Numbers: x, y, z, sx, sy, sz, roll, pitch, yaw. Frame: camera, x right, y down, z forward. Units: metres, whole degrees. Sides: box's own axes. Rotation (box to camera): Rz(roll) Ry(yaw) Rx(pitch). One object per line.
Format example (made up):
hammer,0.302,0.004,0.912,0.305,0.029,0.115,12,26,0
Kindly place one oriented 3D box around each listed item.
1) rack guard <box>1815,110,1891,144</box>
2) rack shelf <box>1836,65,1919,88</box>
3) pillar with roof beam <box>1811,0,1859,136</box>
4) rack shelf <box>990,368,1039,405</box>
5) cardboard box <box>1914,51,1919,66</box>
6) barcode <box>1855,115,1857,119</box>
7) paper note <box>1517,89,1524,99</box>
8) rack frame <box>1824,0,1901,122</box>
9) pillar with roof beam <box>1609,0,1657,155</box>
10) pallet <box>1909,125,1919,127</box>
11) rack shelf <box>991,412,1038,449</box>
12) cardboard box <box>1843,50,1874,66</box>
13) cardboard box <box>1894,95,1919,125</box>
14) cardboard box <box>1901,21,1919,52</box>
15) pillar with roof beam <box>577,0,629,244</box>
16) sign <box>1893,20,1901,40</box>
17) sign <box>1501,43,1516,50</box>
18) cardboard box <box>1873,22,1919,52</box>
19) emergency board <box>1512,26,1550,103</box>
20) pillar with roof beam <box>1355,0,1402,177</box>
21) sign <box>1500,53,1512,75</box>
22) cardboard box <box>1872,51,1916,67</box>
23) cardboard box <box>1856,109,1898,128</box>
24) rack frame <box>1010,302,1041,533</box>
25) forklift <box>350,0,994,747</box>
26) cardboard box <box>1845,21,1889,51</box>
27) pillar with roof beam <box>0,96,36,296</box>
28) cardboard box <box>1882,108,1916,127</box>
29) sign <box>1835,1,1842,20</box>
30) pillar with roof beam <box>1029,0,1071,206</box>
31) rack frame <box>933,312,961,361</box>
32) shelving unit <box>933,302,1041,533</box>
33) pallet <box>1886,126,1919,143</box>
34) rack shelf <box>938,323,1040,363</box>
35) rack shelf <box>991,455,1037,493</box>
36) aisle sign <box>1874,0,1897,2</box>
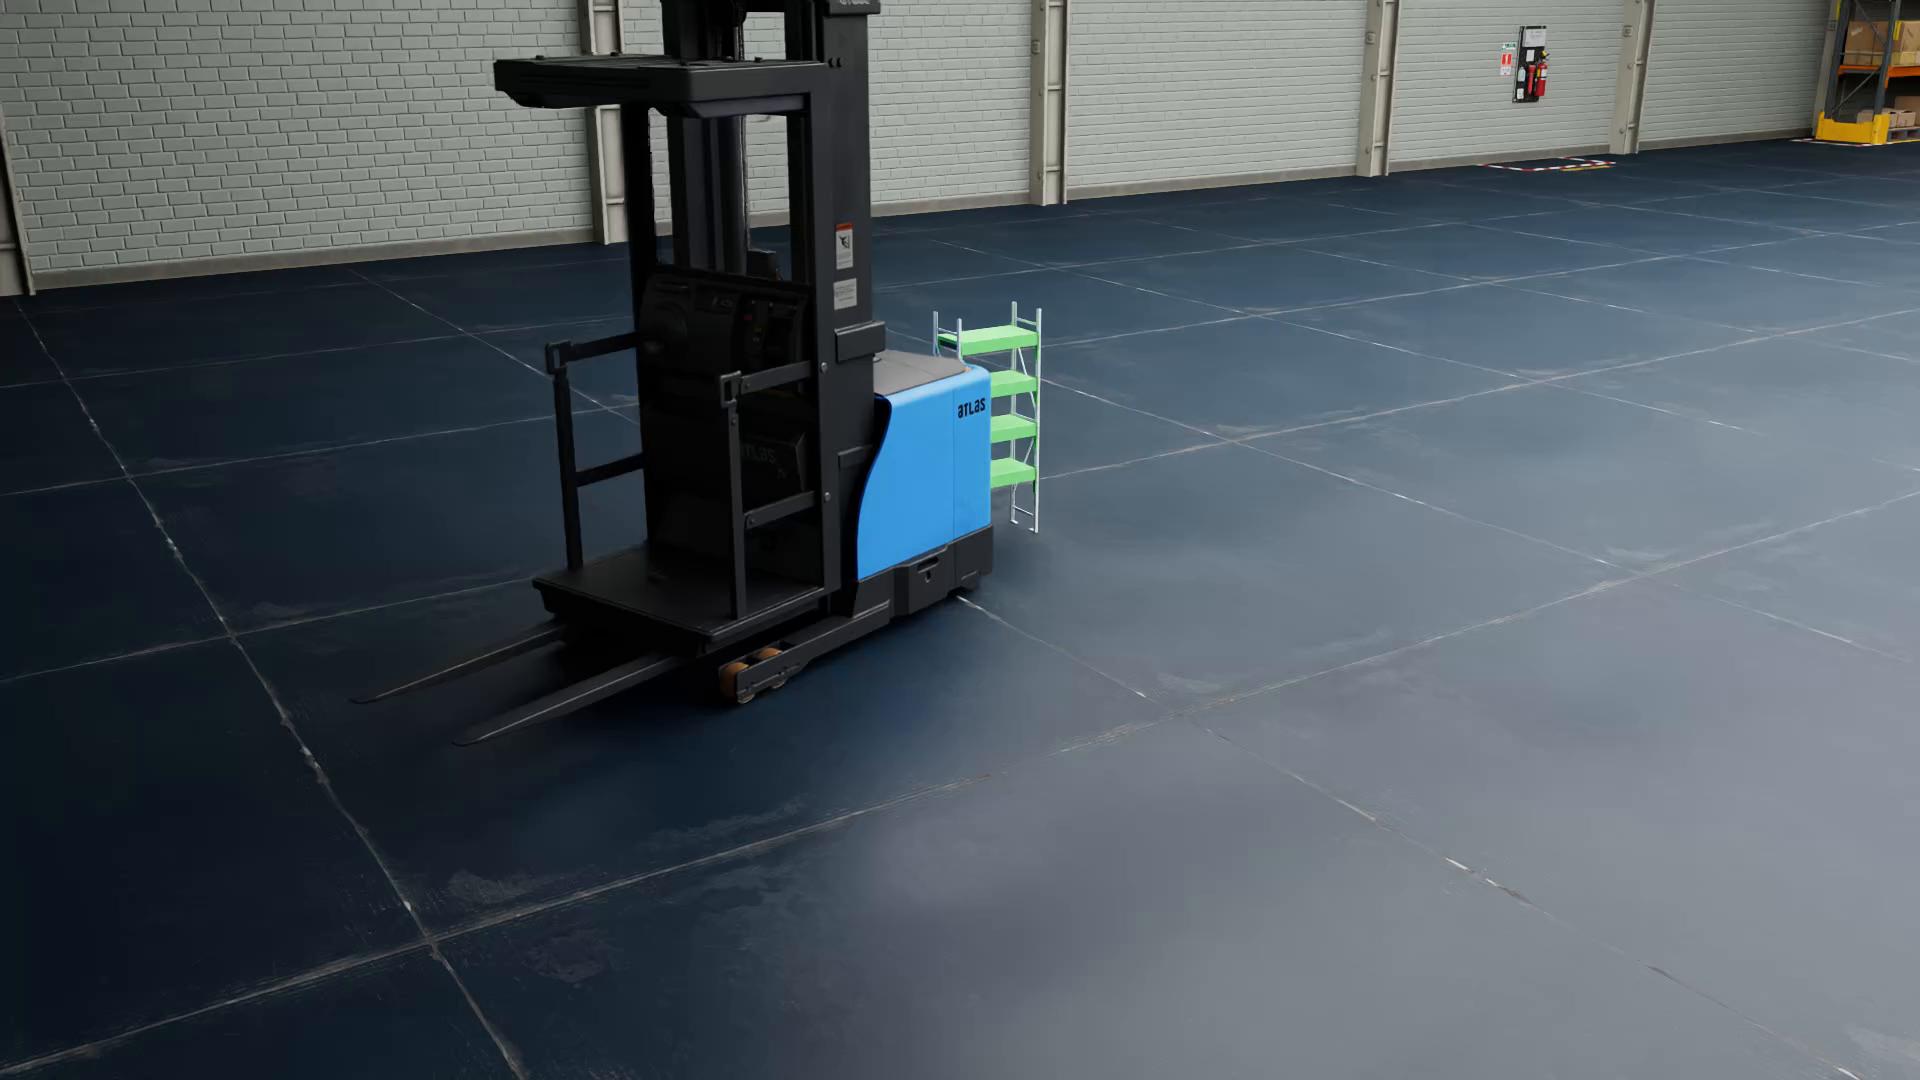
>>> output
rack guard,16.138,-7.475,30.073,0.348,0.500,1.175,-12,22,-31
rack shelf,17.745,-8.657,30.791,4.000,0.370,1.077,-12,22,-31
pillar with roof beam,18.551,-10.690,26.316,0.400,9.000,9.100,-12,22,-31
rack shelf,0.138,-0.764,8.582,0.480,0.148,0.258,-12,22,-31
cardboard box,17.082,-8.680,29.939,0.500,0.250,0.500,-13,22,-33
barcode,16.497,-7.792,30.607,0.075,0.075,0.001,-12,22,-31
paper note,8.902,-7.088,26.403,0.142,0.148,0.016,-12,22,-31
rack frame,16.074,-8.645,29.633,0.127,3.000,1.000,-12,22,-31
pillar with roof beam,13.540,-9.634,23.190,0.400,9.000,9.100,-12,22,-31
pallet,17.854,-7.685,31.147,1.213,0.211,1.003,-12,22,-31
rack shelf,0.138,-0.537,8.659,0.480,0.148,0.258,-12,22,-31
cardboard box,16.358,-8.718,30.051,0.500,0.250,0.500,-12,22,-31
cardboard box,17.818,-7.984,30.892,0.500,0.500,0.700,-14,23,-35
cardboard box,17.057,-9.027,29.795,0.500,0.500,0.500,-12,22,-31
pillar with roof beam,-1.493,-6.463,13.811,0.400,9.000,9.100,-12,22,-31
sign,16.373,-8.910,29.066,0.005,0.325,0.100,-12,22,-31
sign,8.578,-7.715,25.997,0.331,0.109,0.001,-12,22,-31
cardboard box,16.638,-8.943,29.545,0.500,0.500,0.500,-12,22,-31
emergency board,9.087,-7.518,26.299,0.643,1.169,0.194,-12,22,-31
pillar with roof beam,8.529,-8.577,20.064,0.400,9.000,9.100,-12,22,-31
sign,8.569,-7.465,26.087,0.234,0.329,0.001,-12,22,-31
cardboard box,16.657,-8.585,29.657,0.500,0.250,0.500,-13,22,-33
cardboard box,16.702,-7.678,30.283,0.500,0.311,0.500,-15,24,-37
rack frame,0.342,-0.641,8.766,0.015,1.200,0.240,-12,22,-31
forklift,-1.126,-0.899,6.829,1.130,2.935,3.031,14,23,35
cardboard box,16.351,-9.079,29.948,0.500,0.500,0.500,-12,22,-32
pillar with roof beam,-6.504,-5.406,10.685,0.400,9.000,9.100,-12,22,-31
cardboard box,17.178,-7.778,30.580,0.500,0.311,0.500,-10,21,-27
sign,15.786,-9.496,29.847,0.005,0.325,0.100,-12,22,-31
pillar with roof beam,3.518,-7.520,16.937,0.400,9.000,9.100,-12,22,-31
rack frame,-0.066,-0.555,8.512,0.015,1.200,0.240,-12,22,-31
shelving unit,0.138,-0.598,8.639,0.503,1.200,0.258,-12,22,-31
pallet,16.836,-7.471,30.515,1.213,0.211,1.003,-12,22,-31
rack shelf,0.138,-0.992,8.506,0.480,0.148,0.258,-12,22,-31
rack shelf,0.138,-0.310,8.736,0.480,0.148,0.258,-12,22,-31
aisle sign,16.179,-9.784,28.942,0.004,0.787,0.394,-12,22,-31
